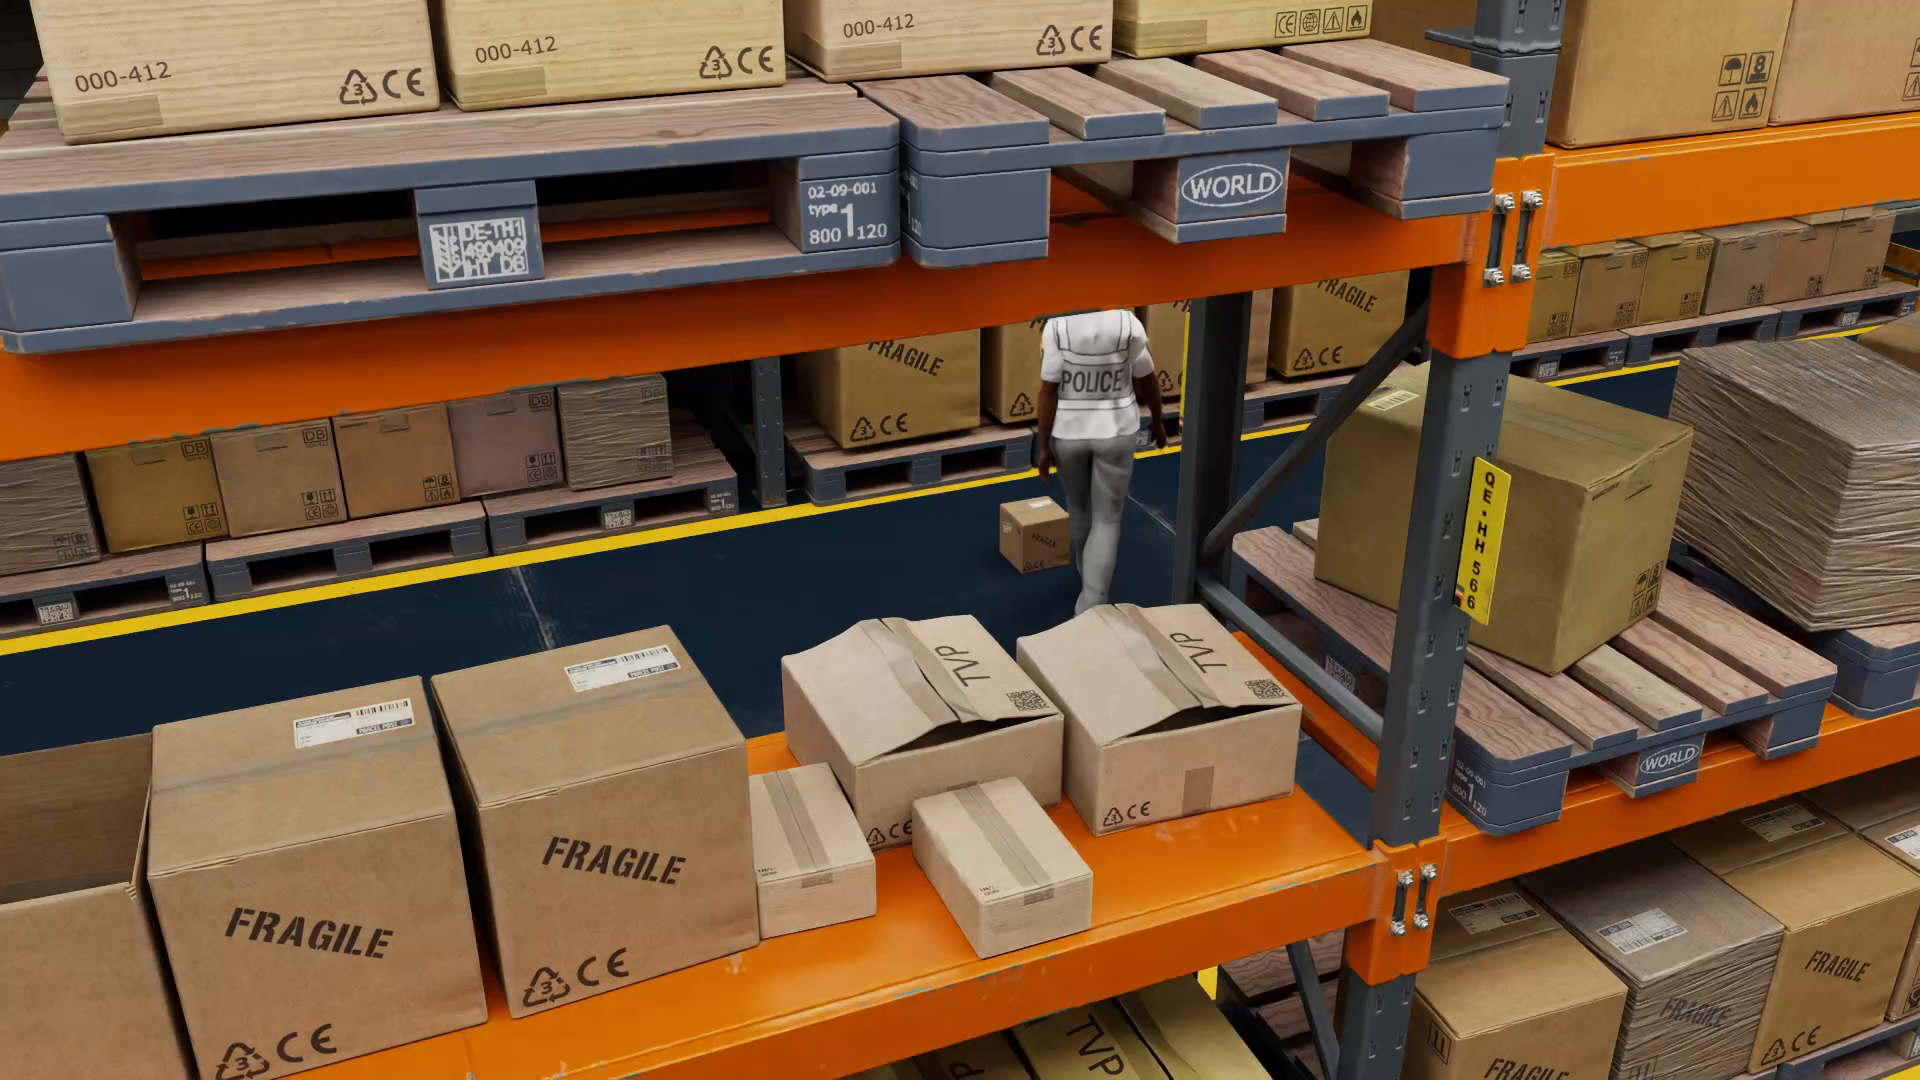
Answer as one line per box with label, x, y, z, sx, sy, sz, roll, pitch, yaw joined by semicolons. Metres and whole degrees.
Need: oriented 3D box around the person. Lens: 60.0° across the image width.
person;0.601;-0.441;7.005;0.536;1.626;0.865;4;26;7
